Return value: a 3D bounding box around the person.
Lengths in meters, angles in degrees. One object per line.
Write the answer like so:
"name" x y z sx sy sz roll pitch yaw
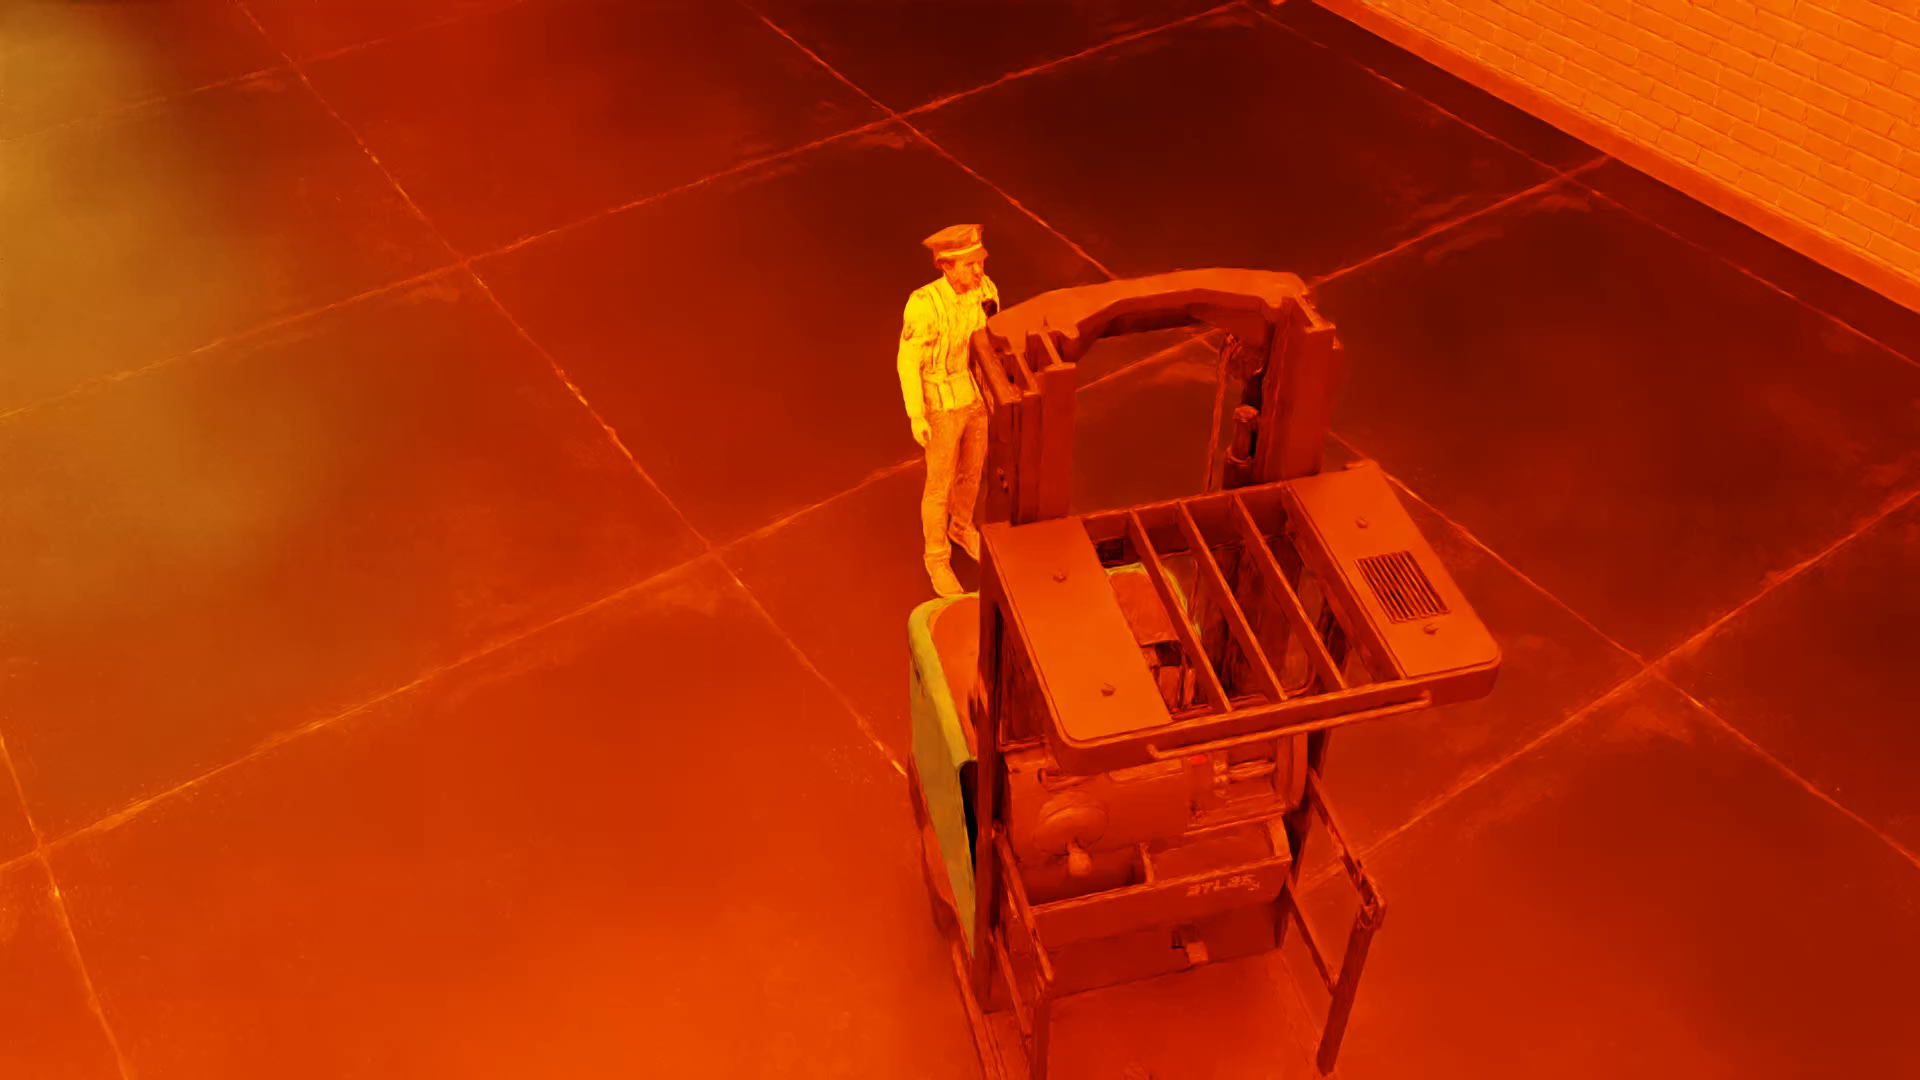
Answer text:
"person" 0.033 -0.588 7.255 0.586 1.695 0.533 -25 48 -25

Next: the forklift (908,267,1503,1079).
"forklift" 0.650 0.830 4.815 1.130 2.935 3.031 -10 44 -10
